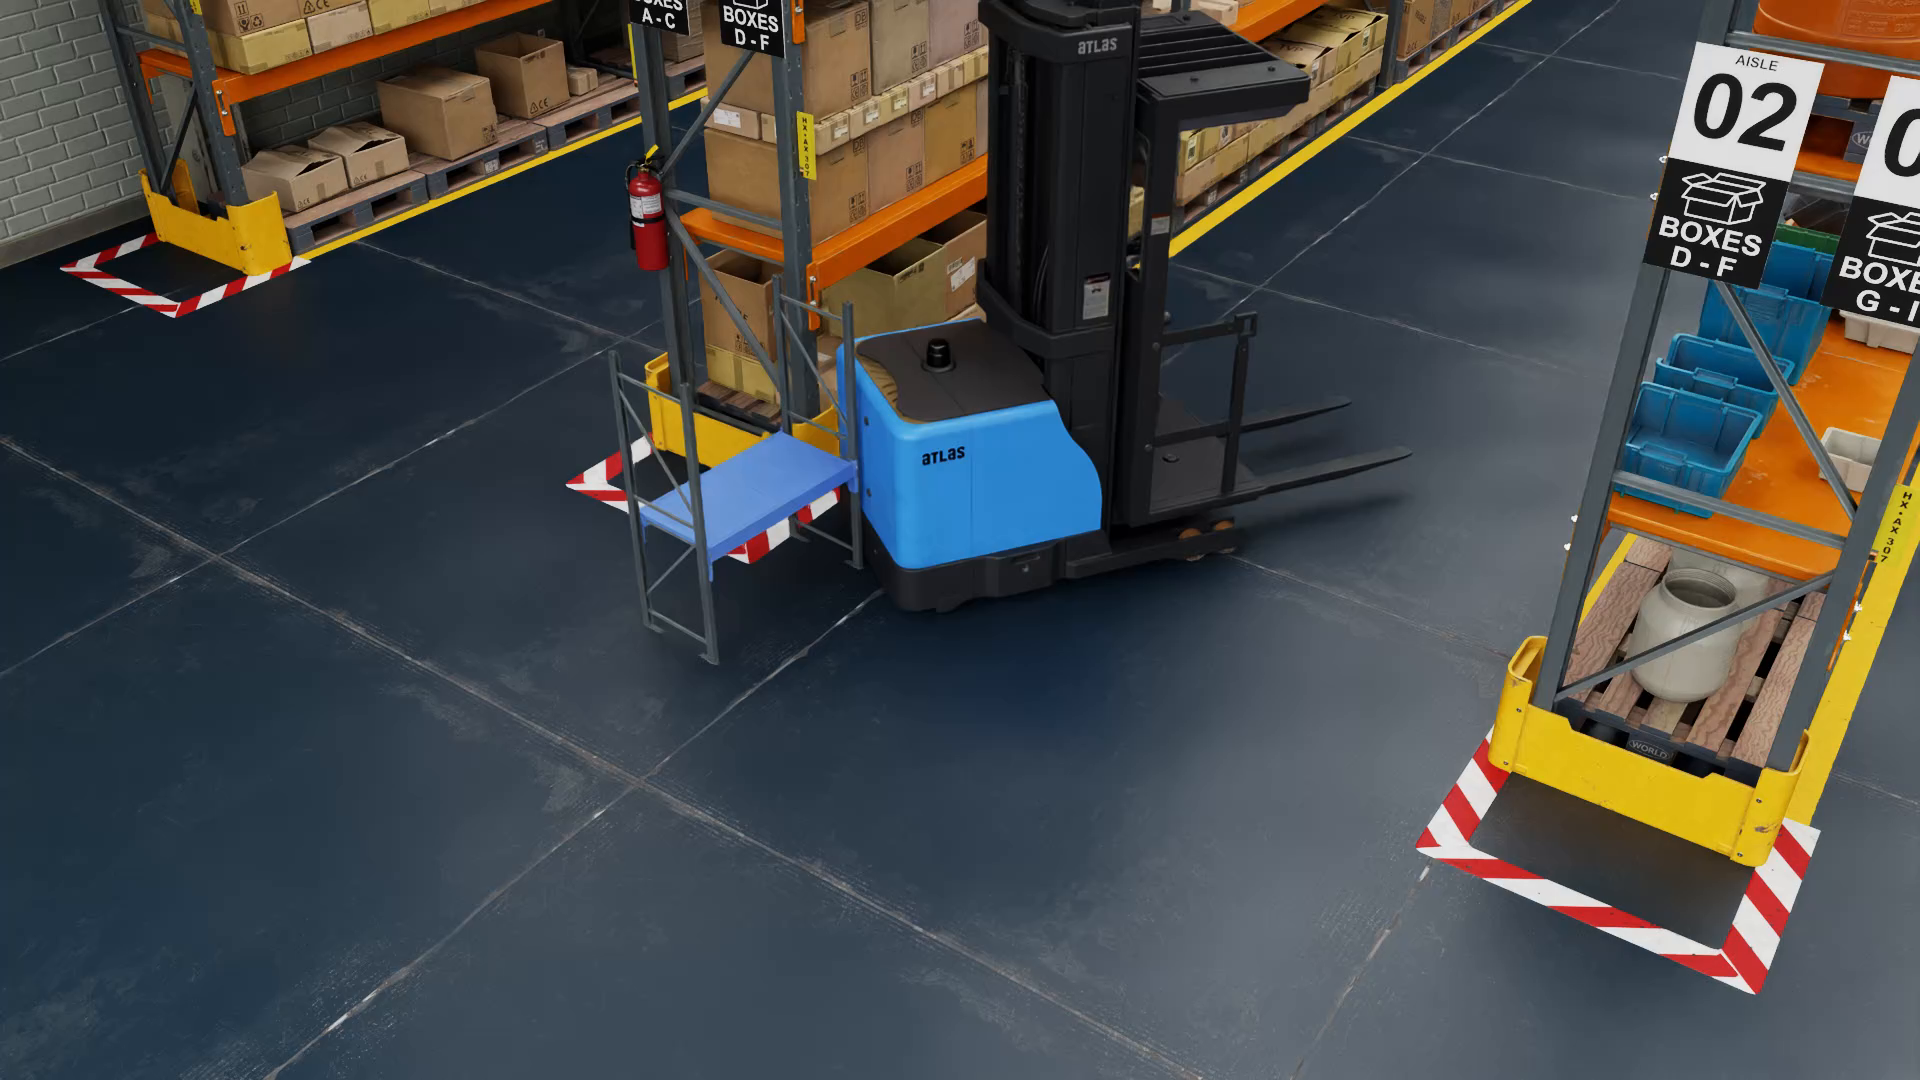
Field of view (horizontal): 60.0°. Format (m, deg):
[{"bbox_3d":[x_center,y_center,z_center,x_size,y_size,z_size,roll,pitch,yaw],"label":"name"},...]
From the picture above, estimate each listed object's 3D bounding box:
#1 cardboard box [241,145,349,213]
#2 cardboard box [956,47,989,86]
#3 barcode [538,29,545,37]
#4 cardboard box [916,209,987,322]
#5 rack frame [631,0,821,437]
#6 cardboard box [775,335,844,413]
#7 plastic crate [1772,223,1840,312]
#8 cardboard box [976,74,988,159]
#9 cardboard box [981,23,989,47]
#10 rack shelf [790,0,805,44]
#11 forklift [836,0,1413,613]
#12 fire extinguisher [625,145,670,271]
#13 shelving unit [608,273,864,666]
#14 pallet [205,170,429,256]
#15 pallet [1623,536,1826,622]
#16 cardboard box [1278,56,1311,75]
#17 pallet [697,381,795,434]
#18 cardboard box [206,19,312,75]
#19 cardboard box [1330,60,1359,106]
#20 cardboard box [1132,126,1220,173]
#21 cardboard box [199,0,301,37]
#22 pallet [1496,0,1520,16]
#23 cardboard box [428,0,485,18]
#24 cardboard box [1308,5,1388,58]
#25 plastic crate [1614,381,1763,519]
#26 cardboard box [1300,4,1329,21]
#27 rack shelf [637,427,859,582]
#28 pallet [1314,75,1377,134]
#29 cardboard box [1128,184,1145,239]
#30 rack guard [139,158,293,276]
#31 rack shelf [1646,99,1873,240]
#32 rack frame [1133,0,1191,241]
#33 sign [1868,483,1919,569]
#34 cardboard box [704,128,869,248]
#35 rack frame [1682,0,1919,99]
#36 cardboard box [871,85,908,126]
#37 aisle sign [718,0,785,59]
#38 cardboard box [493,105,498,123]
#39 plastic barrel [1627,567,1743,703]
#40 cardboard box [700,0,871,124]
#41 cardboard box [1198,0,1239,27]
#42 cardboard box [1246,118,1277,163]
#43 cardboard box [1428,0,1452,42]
[{"bbox_3d":[-4.798,-2.634,11.974,0.500,0.311,0.500,17,37,23],"label":"cardboard box"},{"bbox_3d":[-0.062,-2.710,9.412,0.380,0.149,0.250,21,39,28],"label":"cardboard box"},{"bbox_3d":[-3.491,-4.224,13.871,0.001,0.075,0.075,21,39,28],"label":"barcode"},{"bbox_3d":[-0.148,-1.681,9.969,0.500,0.500,0.500,21,39,28],"label":"cardboard box"},{"bbox_3d":[-1.195,-1.695,8.579,1.000,3.000,0.127,21,39,28],"label":"rack frame"},{"bbox_3d":[-0.706,-0.906,9.491,0.500,0.250,0.500,21,39,28],"label":"cardboard box"},{"bbox_3d":[4.147,-1.330,8.228,0.450,0.188,0.662,21,39,28],"label":"plastic crate"},{"bbox_3d":[-0.038,-2.661,9.917,0.700,0.500,0.500,23,40,30],"label":"cardboard box"},{"bbox_3d":[-0.020,-3.216,9.580,0.700,0.500,0.500,21,39,28],"label":"cardboard box"},{"bbox_3d":[-0.055,-3.560,9.301,1.077,0.370,4.000,21,39,28],"label":"rack shelf"},{"bbox_3d":[0.937,-1.369,8.158,3.031,2.935,1.130,-12,36,-17],"label":"forklift"},{"bbox_3d":[-1.644,-1.757,8.739,0.296,0.674,0.183,21,39,28],"label":"fire extinguisher"},{"bbox_3d":[-1.021,-0.340,7.914,0.538,1.500,1.048,25,41,32],"label":"shelving unit"},{"bbox_3d":[-4.731,-2.518,12.285,1.003,0.211,1.213,21,39,28],"label":"pallet"},{"bbox_3d":[4.041,0.063,8.469,1.003,0.211,1.213,21,39,28],"label":"pallet"},{"bbox_3d":[2.402,-3.622,13.007,0.500,0.311,0.500,22,40,29],"label":"cardboard box"},{"bbox_3d":[-0.793,-0.905,9.900,1.003,0.211,1.213,21,39,28],"label":"pallet"},{"bbox_3d":[-4.728,-3.345,11.135,0.500,0.250,0.500,20,39,27],"label":"cardboard box"},{"bbox_3d":[2.976,-3.853,13.850,0.500,0.250,0.500,21,39,28],"label":"cardboard box"},{"bbox_3d":[1.526,-2.914,11.960,0.500,0.311,0.500,21,40,28],"label":"cardboard box"},{"bbox_3d":[-4.748,-3.656,10.925,0.500,0.500,0.500,21,39,28],"label":"cardboard box"},{"bbox_3d":[5.215,-5.676,16.955,1.003,0.211,1.213,21,39,28],"label":"pallet"},{"bbox_3d":[-3.858,-4.053,12.181,0.500,0.250,0.500,22,40,29],"label":"cardboard box"},{"bbox_3d":[3.270,-4.324,14.046,0.500,0.311,0.500,22,40,29],"label":"cardboard box"},{"bbox_3d":[2.912,-0.375,6.760,0.499,0.251,0.616,21,39,28],"label":"plastic crate"},{"bbox_3d":[2.827,-4.497,14.301,0.500,0.311,0.500,23,40,30],"label":"cardboard box"},{"bbox_3d":[-1.021,-0.191,8.015,0.538,0.185,1.000,25,41,32],"label":"rack shelf"},{"bbox_3d":[2.865,-3.855,14.262,1.003,0.211,1.213,21,39,28],"label":"pallet"},{"bbox_3d":[1.001,-2.288,11.535,0.500,0.250,0.500,21,39,28],"label":"cardboard box"},{"bbox_3d":[-5.223,-2.275,11.668,1.175,0.500,0.348,21,39,28],"label":"rack guard"},{"bbox_3d":[4.013,-1.976,6.959,1.077,0.370,4.000,21,39,28],"label":"rack shelf"},{"bbox_3d":[1.086,-3.536,11.301,1.000,3.000,0.127,21,39,28],"label":"rack frame"},{"bbox_3d":[3.322,-0.048,5.896,0.100,0.325,0.005,21,39,28],"label":"sign"},{"bbox_3d":[-0.918,-1.947,8.862,0.700,0.500,0.500,21,39,28],"label":"cardboard box"},{"bbox_3d":[2.872,-2.596,4.556,1.000,3.000,0.127,21,39,28],"label":"rack frame"},{"bbox_3d":[-0.503,-2.354,8.884,0.380,0.149,0.250,21,40,28],"label":"cardboard box"},{"bbox_3d":[-0.981,-2.644,7.661,0.394,0.787,0.004,21,39,28],"label":"aisle sign"},{"bbox_3d":[-3.914,-3.388,13.234,0.380,0.149,0.250,18,38,25],"label":"cardboard box"},{"bbox_3d":[3.185,0.418,7.300,0.421,0.512,0.421,0,34,0],"label":"plastic barrel"},{"bbox_3d":[-0.888,-2.509,8.535,0.700,0.500,0.500,21,40,28],"label":"cardboard box"},{"bbox_3d":[1.759,-3.774,11.878,0.380,0.149,0.250,21,39,28],"label":"cardboard box"},{"bbox_3d":[2.105,-3.151,12.812,0.500,0.250,0.500,20,39,27],"label":"cardboard box"},{"bbox_3d":[4.155,-4.884,15.134,0.500,0.500,0.500,20,39,27],"label":"cardboard box"}]
